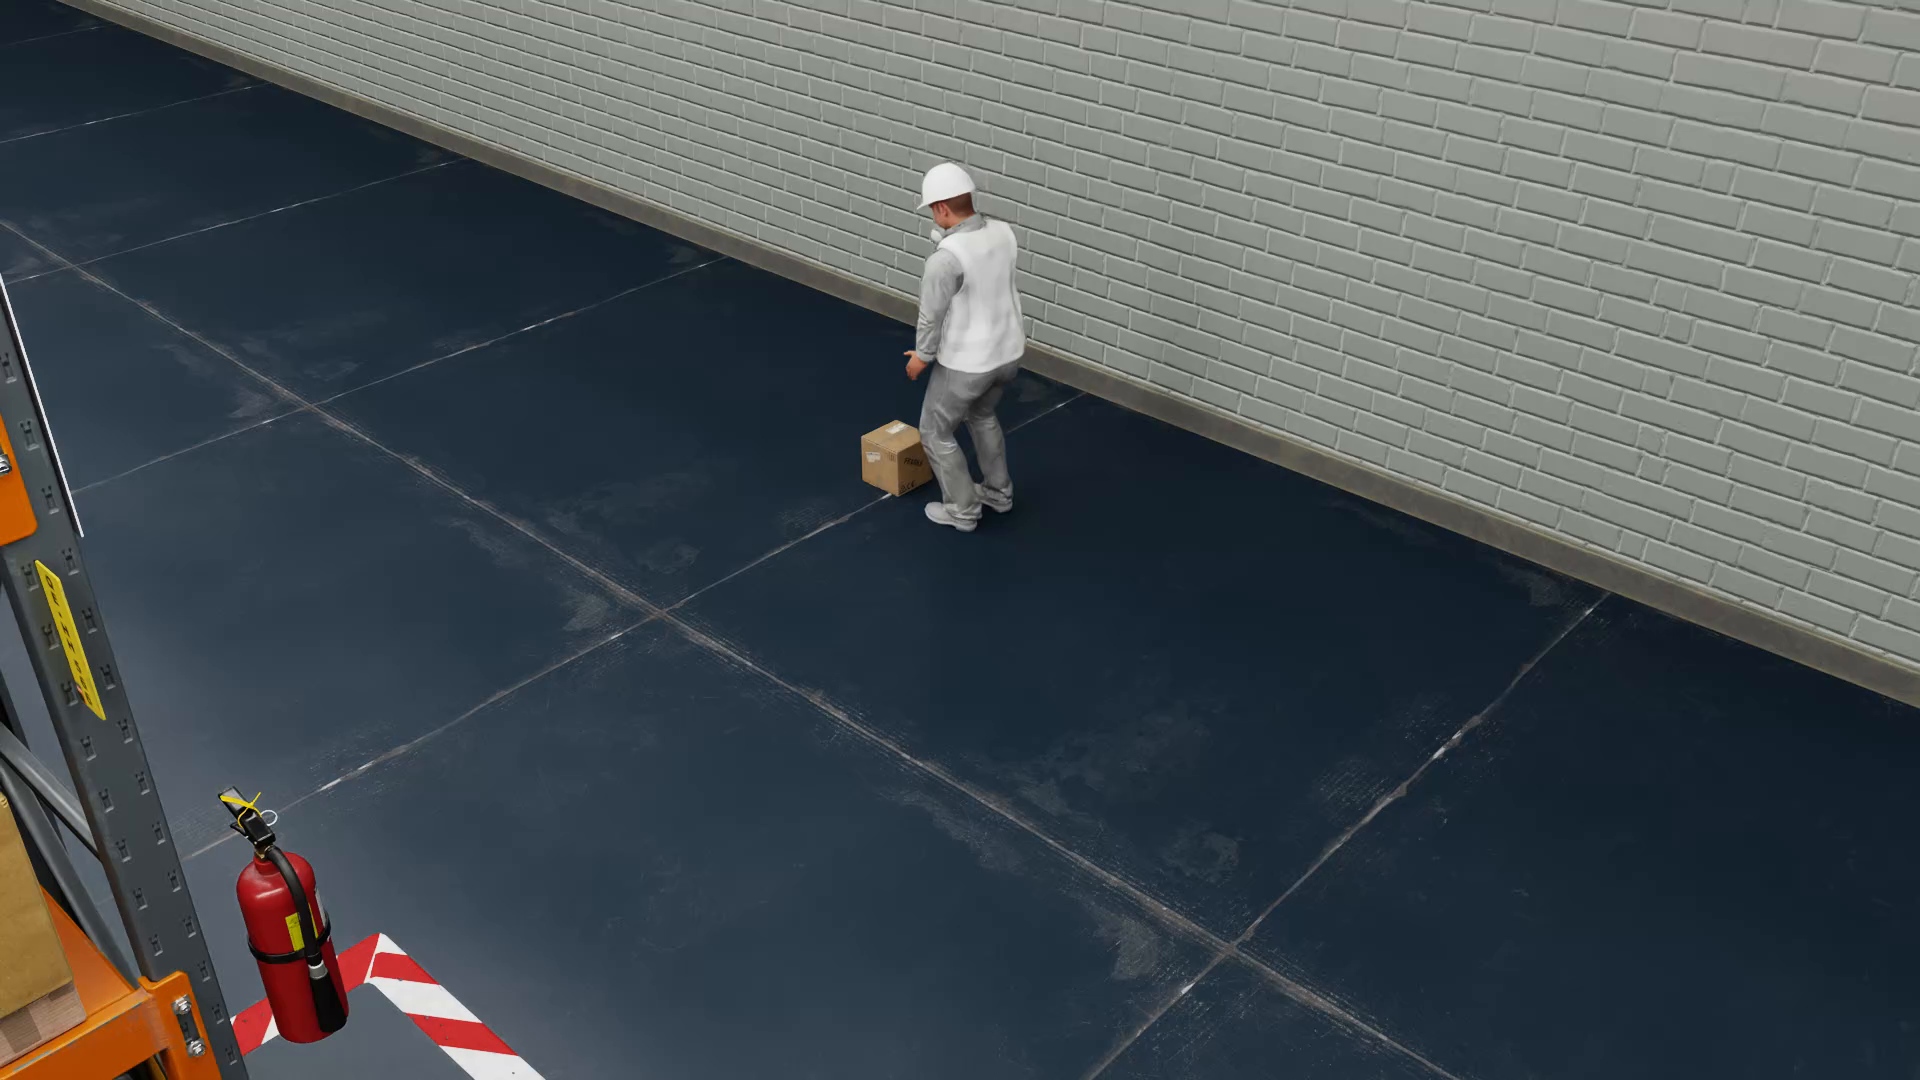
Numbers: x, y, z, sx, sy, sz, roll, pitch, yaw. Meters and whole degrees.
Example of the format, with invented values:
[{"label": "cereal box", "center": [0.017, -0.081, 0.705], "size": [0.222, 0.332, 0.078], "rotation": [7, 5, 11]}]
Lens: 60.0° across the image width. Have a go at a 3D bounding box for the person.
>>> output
[{"label": "person", "center": [0.019, -0.857, 7.590], "size": [0.476, 1.719, 0.560], "rotation": [26, 40, 36]}]
